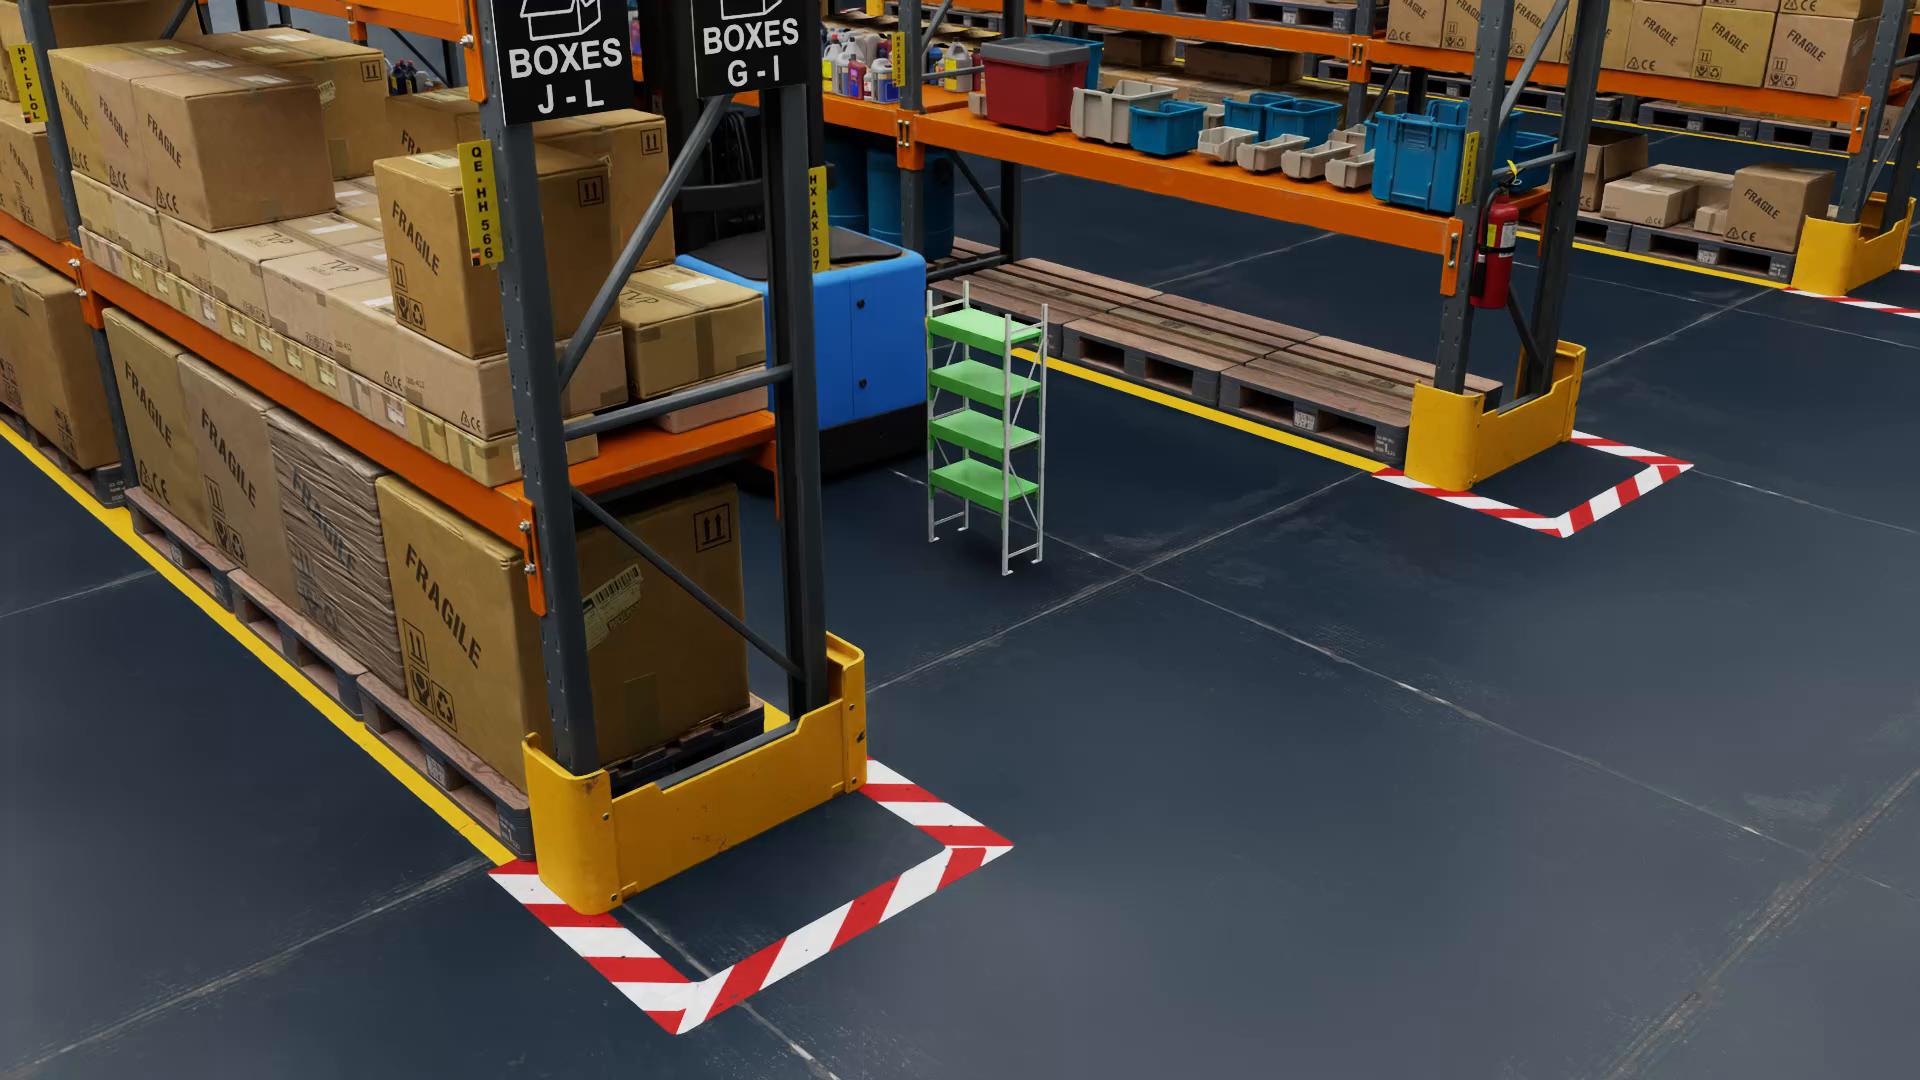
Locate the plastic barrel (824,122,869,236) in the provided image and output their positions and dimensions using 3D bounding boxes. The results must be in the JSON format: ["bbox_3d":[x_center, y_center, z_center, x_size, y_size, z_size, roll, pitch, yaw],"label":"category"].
[{"bbox_3d":[-0.823,-2.645,11.956,0.600,0.901,0.708,-21,32,-38],"label":"plastic barrel"}]

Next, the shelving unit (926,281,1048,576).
[{"bbox_3d":[0.113,-0.496,7.391,0.258,1.200,0.503,-21,32,-38],"label":"shelving unit"}]

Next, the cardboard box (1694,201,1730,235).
[{"bbox_3d":[5.610,-2.371,12.217,0.380,0.166,0.250,-21,32,-38],"label":"cardboard box"}]

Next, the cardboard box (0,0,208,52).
[{"bbox_3d":[-4.038,-2.313,7.876,0.797,0.503,0.637,-22,33,-40],"label":"cardboard box"}]

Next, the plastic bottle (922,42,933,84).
[{"bbox_3d":[-0.268,-3.327,11.579,0.152,0.276,0.135,-21,32,-38],"label":"plastic bottle"}]

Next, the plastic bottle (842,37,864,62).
[{"bbox_3d":[-0.742,-3.229,11.273,0.144,0.351,0.185,-21,32,-38],"label":"plastic bottle"}]

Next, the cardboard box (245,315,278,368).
[{"bbox_3d":[-2.390,-0.771,6.129,0.380,0.149,0.250,-20,32,-37],"label":"cardboard box"}]

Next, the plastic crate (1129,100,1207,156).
[{"bbox_3d":[1.163,-2.313,9.336,0.416,0.233,0.300,-21,32,-38],"label":"plastic crate"}]

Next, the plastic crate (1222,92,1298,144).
[{"bbox_3d":[1.721,-2.422,9.574,0.416,0.233,0.300,-21,32,-38],"label":"plastic crate"}]

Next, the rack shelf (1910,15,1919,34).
[{"bbox_3d":[8.619,-4.902,15.748,1.077,0.370,4.000,-21,32,-38],"label":"rack shelf"}]

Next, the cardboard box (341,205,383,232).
[{"bbox_3d":[-2.054,-1.162,6.506,0.500,0.250,0.500,-22,32,-39],"label":"cardboard box"}]

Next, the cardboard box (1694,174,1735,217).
[{"bbox_3d":[5.866,-2.563,12.536,0.500,0.250,0.500,-21,32,-38],"label":"cardboard box"}]

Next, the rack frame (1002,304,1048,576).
[{"bbox_3d":[0.280,-0.422,7.229,0.240,1.200,0.015,-21,32,-38],"label":"rack frame"}]

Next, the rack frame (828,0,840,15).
[{"bbox_3d":[-1.830,-6.852,19.157,1.000,3.000,0.127,-21,32,-38],"label":"rack frame"}]

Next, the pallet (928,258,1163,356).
[{"bbox_3d":[0.551,-1.544,10.880,1.003,0.211,1.213,-21,32,-38],"label":"pallet"}]

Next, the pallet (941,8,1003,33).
[{"bbox_3d":[0.461,-7.553,24.053,1.003,0.211,1.213,-21,32,-38],"label":"pallet"}]

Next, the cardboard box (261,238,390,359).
[{"bbox_3d":[-2.081,-0.854,5.831,0.500,0.250,0.500,22,33,40],"label":"cardboard box"}]

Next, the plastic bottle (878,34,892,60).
[{"bbox_3d":[-0.526,-3.473,11.889,0.061,0.283,0.133,-21,32,-38],"label":"plastic bottle"}]

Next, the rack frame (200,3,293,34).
[{"bbox_3d":[-8.182,-6.660,18.735,1.000,3.000,0.127,-21,32,-38],"label":"rack frame"}]

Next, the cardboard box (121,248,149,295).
[{"bbox_3d":[-3.276,-1.162,6.986,0.380,0.149,0.250,-20,31,-37],"label":"cardboard box"}]

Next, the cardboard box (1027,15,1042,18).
[{"bbox_3d":[1.045,-7.625,23.331,0.500,0.500,0.500,21,32,38],"label":"cardboard box"}]

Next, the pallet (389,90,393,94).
[{"bbox_3d":[-6.714,-4.765,17.940,1.003,0.211,1.213,-21,32,-38],"label":"pallet"}]

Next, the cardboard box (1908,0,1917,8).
[{"bbox_3d":[6.262,-3.926,11.418,0.500,0.500,0.500,-20,31,-37],"label":"cardboard box"}]

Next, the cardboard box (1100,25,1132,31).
[{"bbox_3d":[2.299,-7.103,22.188,0.700,0.500,0.500,-20,31,-37],"label":"cardboard box"}]

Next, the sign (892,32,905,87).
[{"bbox_3d":[-0.383,-2.995,10.368,0.100,0.325,0.005,-21,32,-38],"label":"sign"}]

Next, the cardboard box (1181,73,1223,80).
[{"bbox_3d":[2.432,-4.173,15.764,0.500,0.500,0.500,22,33,40],"label":"cardboard box"}]

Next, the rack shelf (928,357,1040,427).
[{"bbox_3d":[0.113,-0.656,7.318,0.258,0.148,0.480,-21,32,-38],"label":"rack shelf"}]

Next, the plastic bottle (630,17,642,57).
[{"bbox_3d":[-2.463,-3.848,12.712,0.061,0.283,0.133,-21,32,-38],"label":"plastic bottle"}]

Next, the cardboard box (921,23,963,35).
[{"bbox_3d":[-0.303,-5.545,18.422,0.500,0.311,0.500,-22,32,-39],"label":"cardboard box"}]

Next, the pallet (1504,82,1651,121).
[{"bbox_3d":[6.669,-4.779,17.971,1.003,0.211,1.213,-21,32,-38],"label":"pallet"}]

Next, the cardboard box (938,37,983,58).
[{"bbox_3d":[0.007,-5.080,17.403,0.500,0.311,0.500,-22,32,-39],"label":"cardboard box"}]

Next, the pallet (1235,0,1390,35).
[{"bbox_3d":[3.172,-4.614,14.482,1.003,0.211,1.213,-21,32,-38],"label":"pallet"}]

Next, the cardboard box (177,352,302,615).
[{"bbox_3d":[-2.587,-0.349,6.954,0.875,0.875,0.875,-21,32,-38],"label":"cardboard box"}]

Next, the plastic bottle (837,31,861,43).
[{"bbox_3d":[-0.809,-3.567,12.105,0.152,0.276,0.135,-21,32,-38],"label":"plastic bottle"}]

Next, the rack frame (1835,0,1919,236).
[{"bbox_3d":[6.372,-3.217,11.187,1.000,3.000,0.127,-21,32,-38],"label":"rack frame"}]

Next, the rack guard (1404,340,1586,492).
[{"bbox_3d":[2.780,-0.672,8.620,1.175,0.500,0.348,-21,32,-38],"label":"rack guard"}]

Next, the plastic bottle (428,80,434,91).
[{"bbox_3d":[-5.415,-4.627,17.120,0.097,0.201,0.097,0,25,0],"label":"plastic bottle"}]

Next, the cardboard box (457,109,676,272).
[{"bbox_3d":[-1.334,-1.189,5.662,0.500,0.500,0.500,-22,33,-40],"label":"cardboard box"}]

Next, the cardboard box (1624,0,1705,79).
[{"bbox_3d":[5.173,-3.630,11.972,0.500,0.500,0.500,-21,32,-38],"label":"cardboard box"}]

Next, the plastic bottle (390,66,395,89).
[{"bbox_3d":[-5.953,-4.861,17.548,0.097,0.271,0.097,0,25,0],"label":"plastic bottle"}]

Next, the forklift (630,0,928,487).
[{"bbox_3d":[-1.461,-2.136,8.901,1.130,2.935,3.031,-18,30,-34],"label":"forklift"}]

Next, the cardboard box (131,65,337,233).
[{"bbox_3d":[-2.765,-1.502,6.348,0.500,0.500,0.500,-22,33,-40],"label":"cardboard box"}]

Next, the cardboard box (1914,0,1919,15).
[{"bbox_3d":[9.125,-5.129,15.017,0.980,0.700,0.700,-22,32,-39],"label":"cardboard box"}]

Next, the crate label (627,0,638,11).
[{"bbox_3d":[-2.728,-4.394,13.970,0.303,0.233,0.416,-21,32,-38],"label":"crate label"}]

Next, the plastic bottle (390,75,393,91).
[{"bbox_3d":[-6.002,-4.887,17.690,0.097,0.201,0.097,0,25,0],"label":"plastic bottle"}]

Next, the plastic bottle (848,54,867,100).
[{"bbox_3d":[-0.677,-3.056,10.976,0.061,0.283,0.133,-21,32,-38],"label":"plastic bottle"}]

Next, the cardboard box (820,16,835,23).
[{"bbox_3d":[-1.729,-5.852,19.094,0.500,0.311,0.500,-21,32,-38],"label":"cardboard box"}]

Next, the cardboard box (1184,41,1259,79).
[{"bbox_3d":[2.459,-4.503,15.585,0.500,0.250,0.500,-22,32,-39],"label":"cardboard box"}]

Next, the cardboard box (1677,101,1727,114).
[{"bbox_3d":[7.688,-4.633,16.798,0.700,0.500,0.500,-21,32,-38],"label":"cardboard box"}]

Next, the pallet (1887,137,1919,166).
[{"bbox_3d":[9.382,-3.575,15.331,1.003,0.211,1.213,-21,32,-38],"label":"pallet"}]

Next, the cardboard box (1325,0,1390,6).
[{"bbox_3d":[3.478,-4.872,14.189,0.500,0.500,0.700,12,27,25],"label":"cardboard box"}]

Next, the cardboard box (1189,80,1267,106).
[{"bbox_3d":[2.418,-3.864,15.087,0.500,0.500,0.500,-21,32,-38],"label":"cardboard box"}]

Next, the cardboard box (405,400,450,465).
[{"bbox_3d":[-1.524,-0.386,5.285,0.380,0.149,0.250,-21,32,-38],"label":"cardboard box"}]

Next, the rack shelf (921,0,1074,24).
[{"bbox_3d":[-0.463,-5.919,17.978,1.077,0.370,4.000,-21,32,-38],"label":"rack shelf"}]
